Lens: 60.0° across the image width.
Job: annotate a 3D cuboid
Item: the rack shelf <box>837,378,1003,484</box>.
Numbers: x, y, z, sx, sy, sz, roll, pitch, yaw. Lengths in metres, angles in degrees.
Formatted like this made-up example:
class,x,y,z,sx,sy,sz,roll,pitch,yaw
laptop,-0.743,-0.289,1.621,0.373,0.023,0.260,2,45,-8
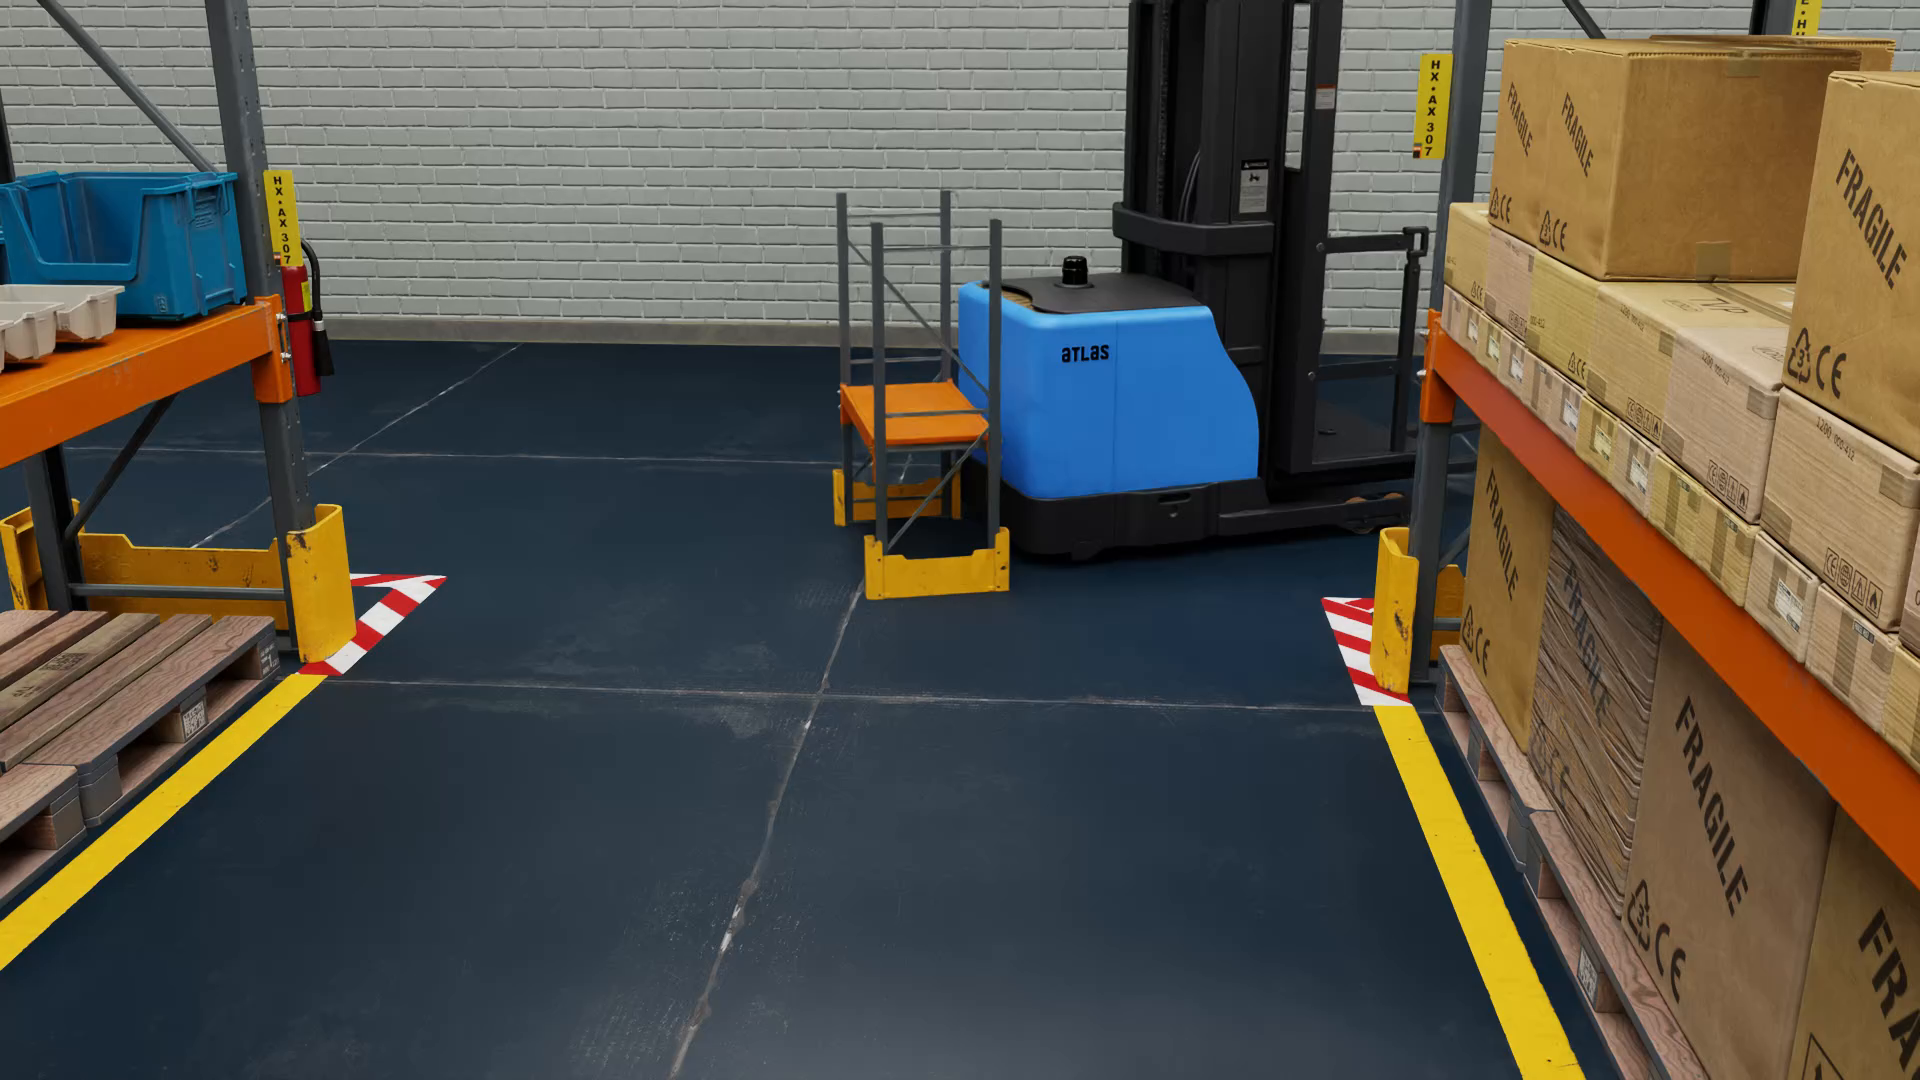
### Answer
class,x,y,z,sx,sy,sz,roll,pitch,yaw
rack shelf,-0.188,-0.478,7.050,0.538,0.185,1.000,-4,18,-11

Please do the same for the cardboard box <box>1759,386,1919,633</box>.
class,x,y,z,sx,sy,sz,roll,pitch,yaw
cardboard box,1.583,-0.055,2.536,0.500,0.250,0.500,2,18,6

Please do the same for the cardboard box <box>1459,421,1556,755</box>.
class,x,y,z,sx,sy,sz,roll,pitch,yaw
cardboard box,2.099,0.087,5.077,0.875,0.875,0.875,1,18,4

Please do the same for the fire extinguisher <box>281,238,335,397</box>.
class,x,y,z,sx,sy,sz,roll,pitch,yaw
fire extinguisher,-2.411,-0.857,5.943,0.296,0.674,0.183,1,18,4

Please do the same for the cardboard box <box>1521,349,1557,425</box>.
class,x,y,z,sx,sy,sz,roll,pitch,yaw
cardboard box,1.639,-0.382,4.175,0.380,0.149,0.250,1,18,3

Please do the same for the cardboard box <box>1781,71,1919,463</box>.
class,x,y,z,sx,sy,sz,roll,pitch,yaw
cardboard box,1.585,-0.412,2.421,0.500,0.500,0.500,1,18,4

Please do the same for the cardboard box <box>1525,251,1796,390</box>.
class,x,y,z,sx,sy,sz,roll,pitch,yaw
cardboard box,1.691,-0.533,3.995,0.500,0.250,0.500,1,18,2

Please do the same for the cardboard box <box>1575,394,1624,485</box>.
class,x,y,z,sx,sy,sz,roll,pitch,yaw
cardboard box,1.602,-0.223,3.691,0.380,0.149,0.250,1,18,3

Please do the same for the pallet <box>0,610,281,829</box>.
class,x,y,z,sx,sy,sz,roll,pitch,yaw
pallet,-2.973,0.546,5.416,1.003,0.211,1.213,1,18,4

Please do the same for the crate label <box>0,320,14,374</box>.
class,x,y,z,sx,sy,sz,roll,pitch,yaw
crate label,-2.784,-0.503,4.468,0.396,0.136,0.243,1,18,4

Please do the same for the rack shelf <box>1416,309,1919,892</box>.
class,x,y,z,sx,sy,sz,roll,pitch,yaw
rack shelf,1.922,0.040,3.640,1.077,0.370,4.000,1,18,4

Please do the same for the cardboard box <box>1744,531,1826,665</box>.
class,x,y,z,sx,sy,sz,roll,pitch,yaw
cardboard box,1.529,0.097,2.714,0.380,0.149,0.250,2,18,5

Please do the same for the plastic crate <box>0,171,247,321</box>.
class,x,y,z,sx,sy,sz,roll,pitch,yaw
plastic crate,-2.713,-0.971,5.416,0.616,0.435,0.499,1,18,4

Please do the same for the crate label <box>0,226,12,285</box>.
class,x,y,z,sx,sy,sz,roll,pitch,yaw
crate label,-3.221,-0.914,5.566,0.416,0.233,0.303,1,18,4

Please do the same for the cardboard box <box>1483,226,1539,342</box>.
class,x,y,z,sx,sy,sz,roll,pitch,yaw
cardboard box,1.731,-0.689,4.471,0.500,0.250,0.500,1,18,3

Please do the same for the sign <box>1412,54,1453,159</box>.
class,x,y,z,sx,sy,sz,roll,pitch,yaw
sign,1.512,-1.387,5.320,0.100,0.325,0.005,1,18,4

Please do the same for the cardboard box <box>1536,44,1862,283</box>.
class,x,y,z,sx,sy,sz,roll,pitch,yaw
cardboard box,1.695,-0.890,3.882,0.500,0.500,0.500,1,18,2

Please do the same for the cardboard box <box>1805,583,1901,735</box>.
class,x,y,z,sx,sy,sz,roll,pitch,yaw
cardboard box,1.510,0.177,2.470,0.380,0.149,0.250,1,18,3

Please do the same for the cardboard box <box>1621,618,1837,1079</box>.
class,x,y,z,sx,sy,sz,roll,pitch,yaw
cardboard box,1.970,0.646,3.371,0.875,0.875,0.875,1,18,4

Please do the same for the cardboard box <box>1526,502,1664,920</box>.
class,x,y,z,sx,sy,sz,roll,pitch,yaw
cardboard box,2.034,0.370,4.214,0.875,0.875,0.875,1,18,4

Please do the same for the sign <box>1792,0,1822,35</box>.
class,x,y,z,sx,sy,sz,roll,pitch,yaw
sign,2.606,-1.570,5.156,0.100,0.325,0.005,1,18,4

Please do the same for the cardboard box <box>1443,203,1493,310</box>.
class,x,y,z,sx,sy,sz,roll,pitch,yaw
cardboard box,1.762,-0.850,4.964,0.500,0.250,0.500,1,18,2

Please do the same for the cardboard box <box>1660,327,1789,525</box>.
class,x,y,z,sx,sy,sz,roll,pitch,yaw
cardboard box,1.620,-0.213,3.020,0.500,0.250,0.500,2,18,5

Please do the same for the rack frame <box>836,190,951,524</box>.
class,x,y,z,sx,sy,sz,roll,pitch,yaw
rack frame,-0.288,-0.804,7.468,0.500,1.500,0.032,-4,18,-11

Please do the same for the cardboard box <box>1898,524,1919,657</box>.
class,x,y,z,sx,sy,sz,roll,pitch,yaw
cardboard box,1.548,0.106,2.046,0.500,0.250,0.500,1,18,3

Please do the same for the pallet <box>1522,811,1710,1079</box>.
class,x,y,z,sx,sy,sz,roll,pitch,yaw
pallet,1.996,1.030,3.941,1.003,0.211,1.213,1,18,4

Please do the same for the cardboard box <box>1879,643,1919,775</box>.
class,x,y,z,sx,sy,sz,roll,pitch,yaw
cardboard box,1.492,0.256,2.227,0.380,0.149,0.250,2,18,5

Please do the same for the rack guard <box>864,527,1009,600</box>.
class,x,y,z,sx,sy,sz,roll,pitch,yaw
rack guard,-0.092,0.094,6.733,0.587,0.250,0.087,-4,18,-11

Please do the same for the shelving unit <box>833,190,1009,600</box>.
class,x,y,z,sx,sy,sz,roll,pitch,yaw
shelving unit,-0.190,-0.651,7.003,0.587,1.500,1.083,-4,18,-11

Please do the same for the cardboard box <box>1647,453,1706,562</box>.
class,x,y,z,sx,sy,sz,roll,pitch,yaw
cardboard box,1.565,-0.063,3.201,0.380,0.149,0.250,1,18,3

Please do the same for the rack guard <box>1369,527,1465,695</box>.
class,x,y,z,sx,sy,sz,roll,pitch,yaw
rack guard,2.067,0.257,5.836,1.175,0.500,0.348,1,18,4

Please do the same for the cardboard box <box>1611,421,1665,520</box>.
class,x,y,z,sx,sy,sz,roll,pitch,yaw
cardboard box,1.585,-0.142,3.442,0.380,0.149,0.250,2,18,5

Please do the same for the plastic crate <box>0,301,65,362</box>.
class,x,y,z,sx,sy,sz,roll,pitch,yaw
plastic crate,-2.788,-0.590,4.734,0.396,0.136,0.243,1,18,4

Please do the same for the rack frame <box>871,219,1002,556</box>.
class,x,y,z,sx,sy,sz,roll,pitch,yaw
rack frame,-0.088,-0.494,6.520,0.500,1.500,0.032,-4,18,-11

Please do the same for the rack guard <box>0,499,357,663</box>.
class,x,y,z,sx,sy,sz,roll,pitch,yaw
rack guard,-2.886,0.146,6.174,1.175,0.500,0.348,1,18,4

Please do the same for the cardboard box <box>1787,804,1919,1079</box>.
class,x,y,z,sx,sy,sz,roll,pitch,yaw
cardboard box,1.906,0.926,2.518,0.875,0.875,0.875,1,18,4

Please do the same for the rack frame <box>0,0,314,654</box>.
class,x,y,z,sx,sy,sz,roll,pitch,yaw
rack frame,-2.875,-1.034,5.761,1.000,3.000,0.127,1,18,4

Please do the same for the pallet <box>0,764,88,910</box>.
class,x,y,z,sx,sy,sz,roll,pitch,yaw
pallet,-3.063,0.924,4.263,1.003,0.211,1.213,1,18,4

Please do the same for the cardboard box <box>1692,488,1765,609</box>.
class,x,y,z,sx,sy,sz,roll,pitch,yaw
cardboard box,1.547,0.017,2.958,0.380,0.149,0.250,2,18,5

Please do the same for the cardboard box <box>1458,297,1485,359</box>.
class,x,y,z,sx,sy,sz,roll,pitch,yaw
cardboard box,1.694,-0.621,4.905,0.380,0.149,0.250,1,18,3

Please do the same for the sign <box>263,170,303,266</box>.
class,x,y,z,sx,sy,sz,roll,pitch,yaw
sign,-2.325,-1.104,5.714,0.100,0.325,0.005,1,18,4

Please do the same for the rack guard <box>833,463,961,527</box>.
class,x,y,z,sx,sy,sz,roll,pitch,yaw
rack guard,-0.288,-0.210,7.661,0.587,0.250,0.087,-4,18,-11

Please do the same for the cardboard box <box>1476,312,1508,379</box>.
class,x,y,z,sx,sy,sz,roll,pitch,yaw
cardboard box,1.676,-0.542,4.663,0.380,0.149,0.250,1,18,3

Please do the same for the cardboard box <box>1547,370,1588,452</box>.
class,x,y,z,sx,sy,sz,roll,pitch,yaw
cardboard box,1.621,-0.302,3.930,0.380,0.149,0.250,1,18,3

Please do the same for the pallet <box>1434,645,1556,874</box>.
class,x,y,z,sx,sy,sz,roll,pitch,yaw
pallet,2.086,0.652,5.095,1.003,0.211,1.213,1,18,4

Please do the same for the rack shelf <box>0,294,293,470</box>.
class,x,y,z,sx,sy,sz,roll,pitch,yaw
rack shelf,-3.018,-0.071,3.977,1.077,0.370,4.000,1,18,4

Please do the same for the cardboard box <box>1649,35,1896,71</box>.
class,x,y,z,sx,sy,sz,roll,pitch,yaw
cardboard box,2.293,-1.193,4.804,0.500,0.500,0.500,2,18,5

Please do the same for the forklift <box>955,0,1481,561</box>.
class,x,y,z,sx,sy,sz,roll,pitch,yaw
forklift,1.551,-1.565,7.493,3.031,2.935,1.130,-6,19,-19

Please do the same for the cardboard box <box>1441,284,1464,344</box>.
class,x,y,z,sx,sy,sz,roll,pitch,yaw
cardboard box,1.711,-0.701,5.149,0.380,0.149,0.250,1,18,5

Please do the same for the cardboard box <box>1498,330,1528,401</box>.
class,x,y,z,sx,sy,sz,roll,pitch,yaw
cardboard box,1.658,-0.461,4.416,0.380,0.149,0.250,1,18,3

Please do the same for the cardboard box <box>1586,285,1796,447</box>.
class,x,y,z,sx,sy,sz,roll,pitch,yaw
cardboard box,1.659,-0.371,3.500,0.500,0.250,0.500,1,18,3

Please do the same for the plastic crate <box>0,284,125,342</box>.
class,x,y,z,sx,sy,sz,roll,pitch,yaw
plastic crate,-2.753,-0.680,5.008,0.396,0.136,0.243,1,18,4

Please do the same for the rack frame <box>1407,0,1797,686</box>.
class,x,y,z,sx,sy,sz,roll,pitch,yaw
rack frame,2.065,-0.923,5.424,1.000,3.000,0.127,1,18,4

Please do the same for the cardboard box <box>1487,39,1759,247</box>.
class,x,y,z,sx,sy,sz,roll,pitch,yaw
cardboard box,1.726,-1.051,4.373,0.500,0.500,0.500,1,18,3
